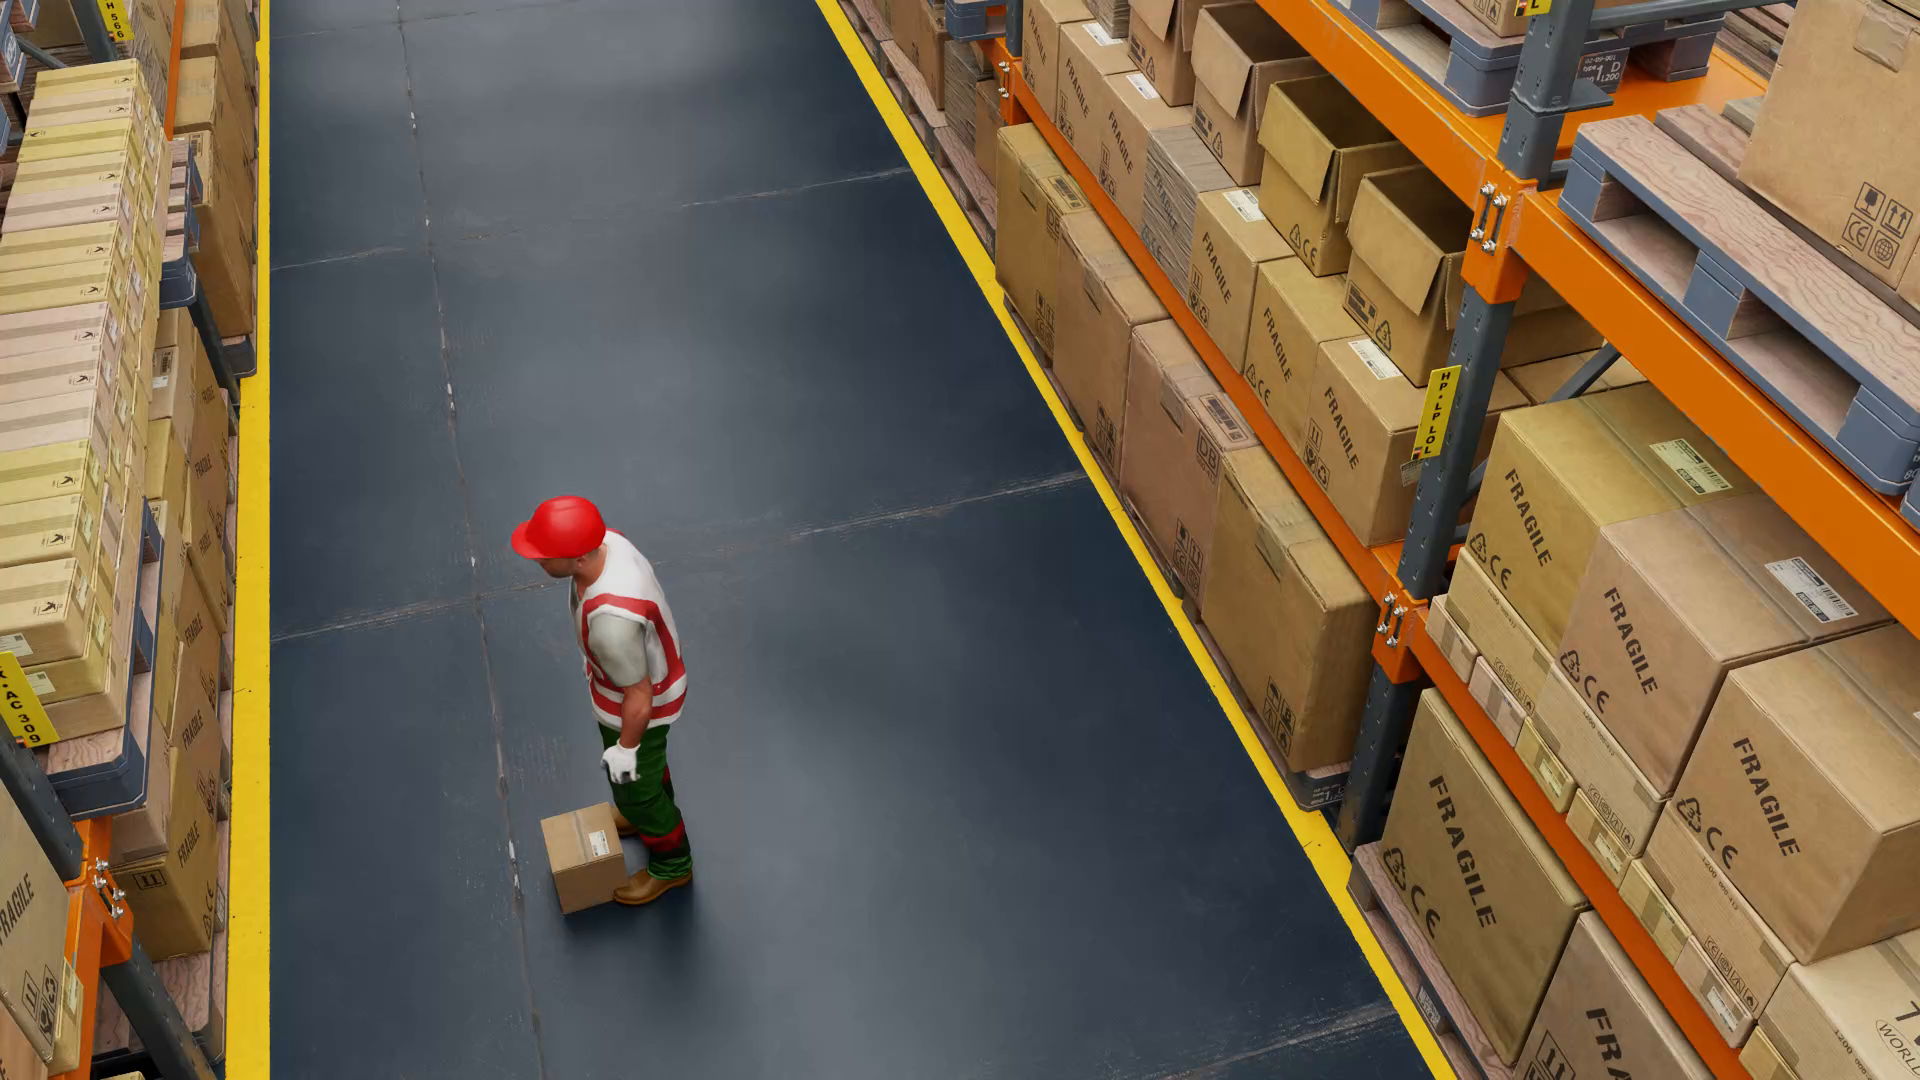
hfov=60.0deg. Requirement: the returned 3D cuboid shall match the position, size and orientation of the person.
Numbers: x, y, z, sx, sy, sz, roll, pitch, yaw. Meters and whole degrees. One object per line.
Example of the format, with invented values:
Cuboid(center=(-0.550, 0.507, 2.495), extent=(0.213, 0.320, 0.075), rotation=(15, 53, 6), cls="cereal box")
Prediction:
Cuboid(center=(-1.138, 0.525, 5.562), extent=(0.448, 1.780, 0.609), rotation=(-12, 43, -13), cls="person")
